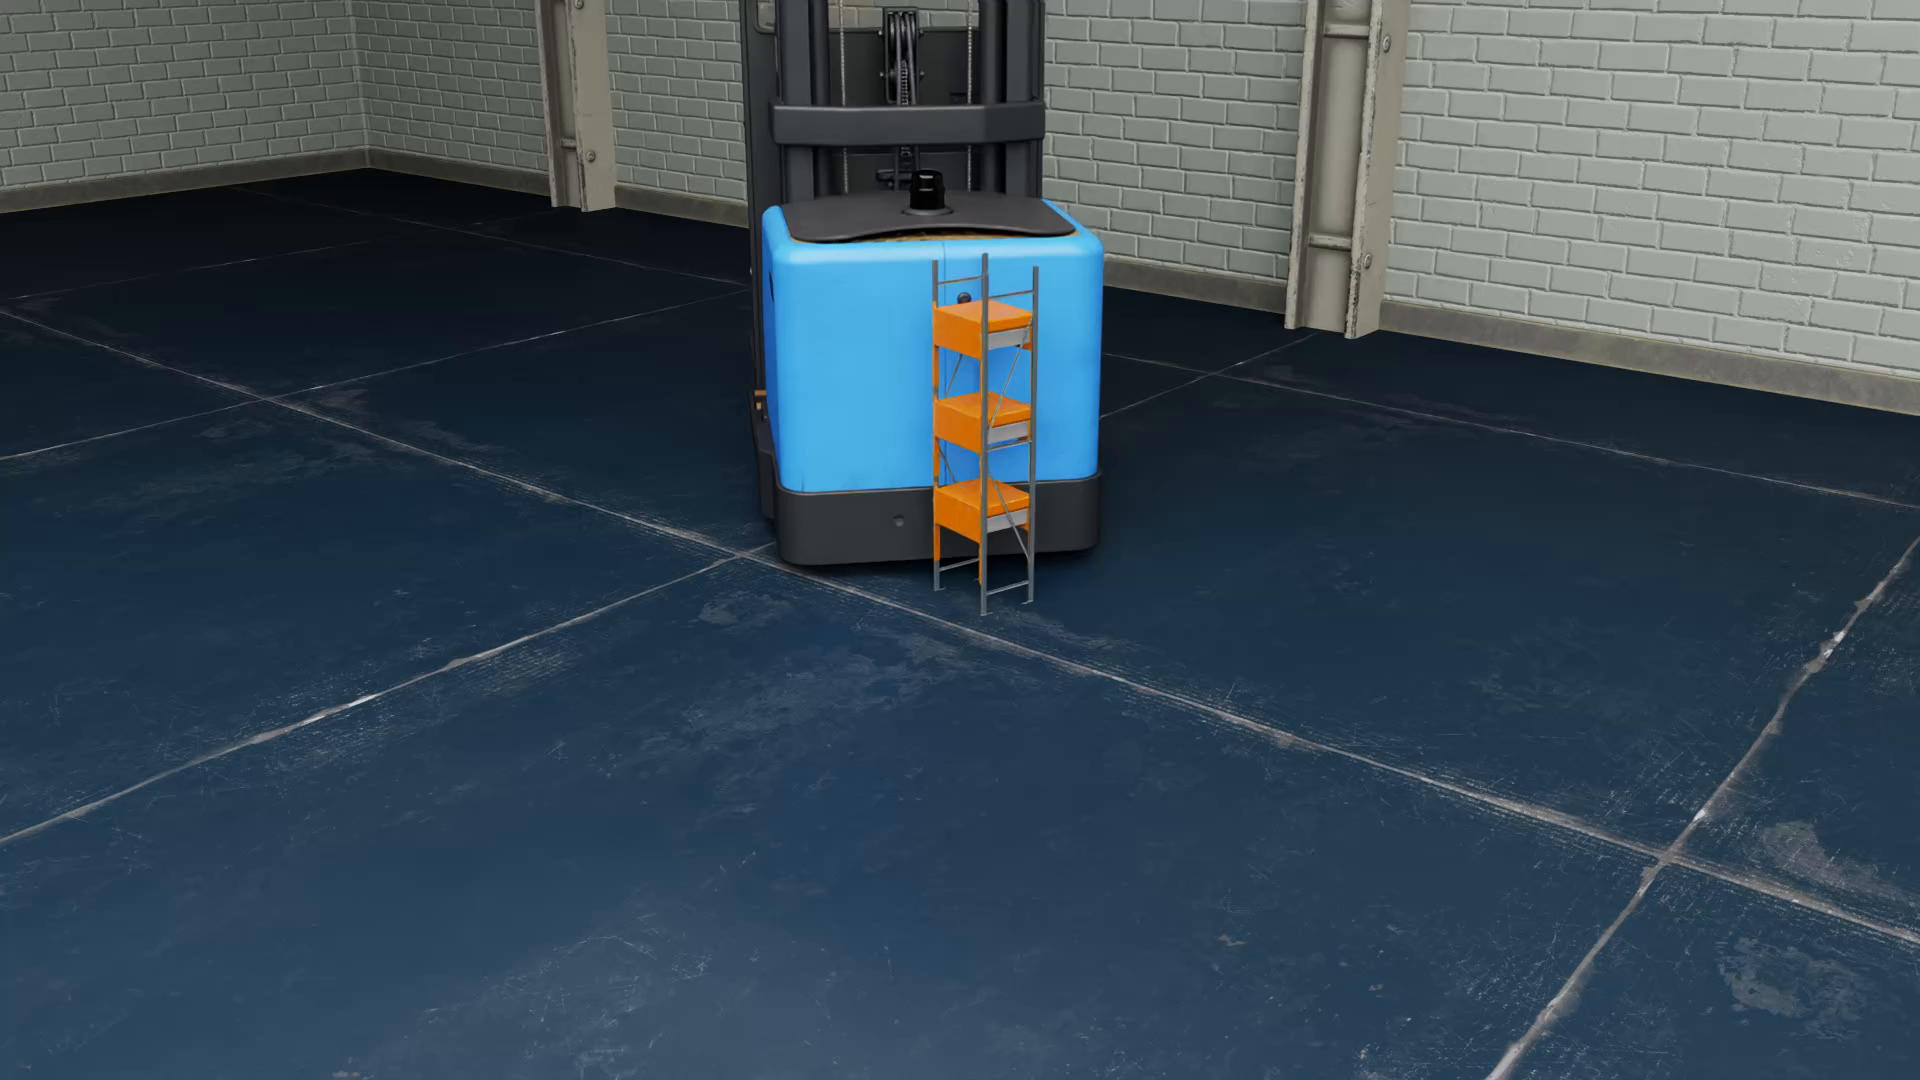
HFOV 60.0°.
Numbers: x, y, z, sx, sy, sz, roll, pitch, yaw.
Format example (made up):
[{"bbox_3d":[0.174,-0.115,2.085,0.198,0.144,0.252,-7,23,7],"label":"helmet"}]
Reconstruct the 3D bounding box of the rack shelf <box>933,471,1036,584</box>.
[{"bbox_3d":[0.073,-0.042,5.110,0.215,0.259,0.240,-15,25,-34],"label":"rack shelf"}]

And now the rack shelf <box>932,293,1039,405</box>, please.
[{"bbox_3d":[0.073,-0.568,4.912,0.215,0.259,0.240,-15,25,-34],"label":"rack shelf"}]

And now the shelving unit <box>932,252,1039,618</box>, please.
[{"bbox_3d":[0.073,-0.312,5.008,0.215,1.050,0.252,-15,25,-34],"label":"shelving unit"}]

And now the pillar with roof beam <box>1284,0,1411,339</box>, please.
[{"bbox_3d":[-0.805,-4.127,3.858,0.400,9.000,9.100,16,26,36],"label":"pillar with roof beam"}]

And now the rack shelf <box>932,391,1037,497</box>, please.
[{"bbox_3d":[0.073,-0.302,5.012,0.215,0.259,0.240,-15,25,-34],"label":"rack shelf"}]

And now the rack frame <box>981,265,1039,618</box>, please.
[{"bbox_3d":[0.145,-0.278,4.916,0.200,1.050,0.008,-15,25,-34],"label":"rack frame"}]

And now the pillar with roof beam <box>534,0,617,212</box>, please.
[{"bbox_3d":[-5.453,-5.465,7.408,0.400,9.000,9.100,16,26,36],"label":"pillar with roof beam"}]

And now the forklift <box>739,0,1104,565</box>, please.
[{"bbox_3d":[-0.278,-1.774,6.219,1.130,2.935,3.031,-3,21,-8],"label":"forklift"}]

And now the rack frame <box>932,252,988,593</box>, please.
[{"bbox_3d":[0.001,-0.347,5.101,0.200,1.050,0.008,-15,25,-34],"label":"rack frame"}]
